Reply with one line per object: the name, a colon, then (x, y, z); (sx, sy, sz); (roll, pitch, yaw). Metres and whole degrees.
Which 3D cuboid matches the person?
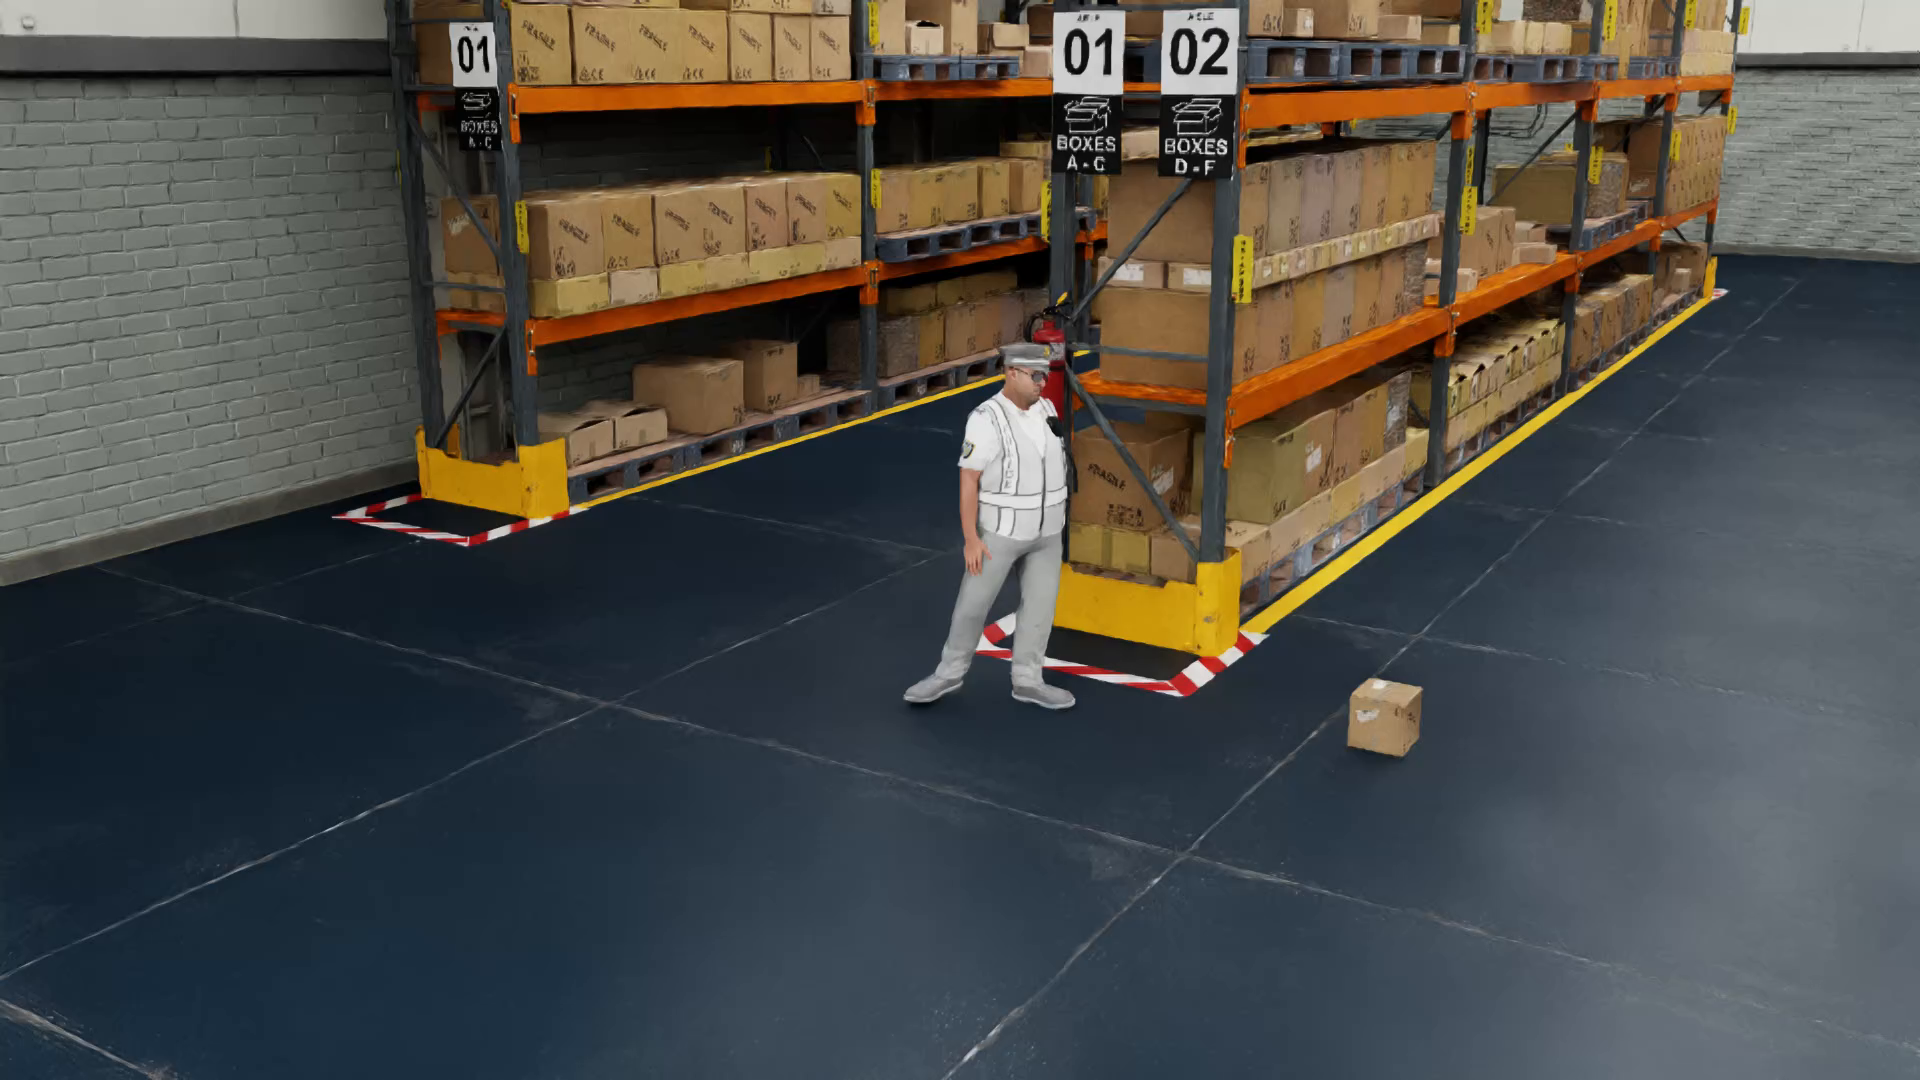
person: (0.141, -0.046, 7.684); (0.728, 1.746, 0.518); (-9, 18, -28)
